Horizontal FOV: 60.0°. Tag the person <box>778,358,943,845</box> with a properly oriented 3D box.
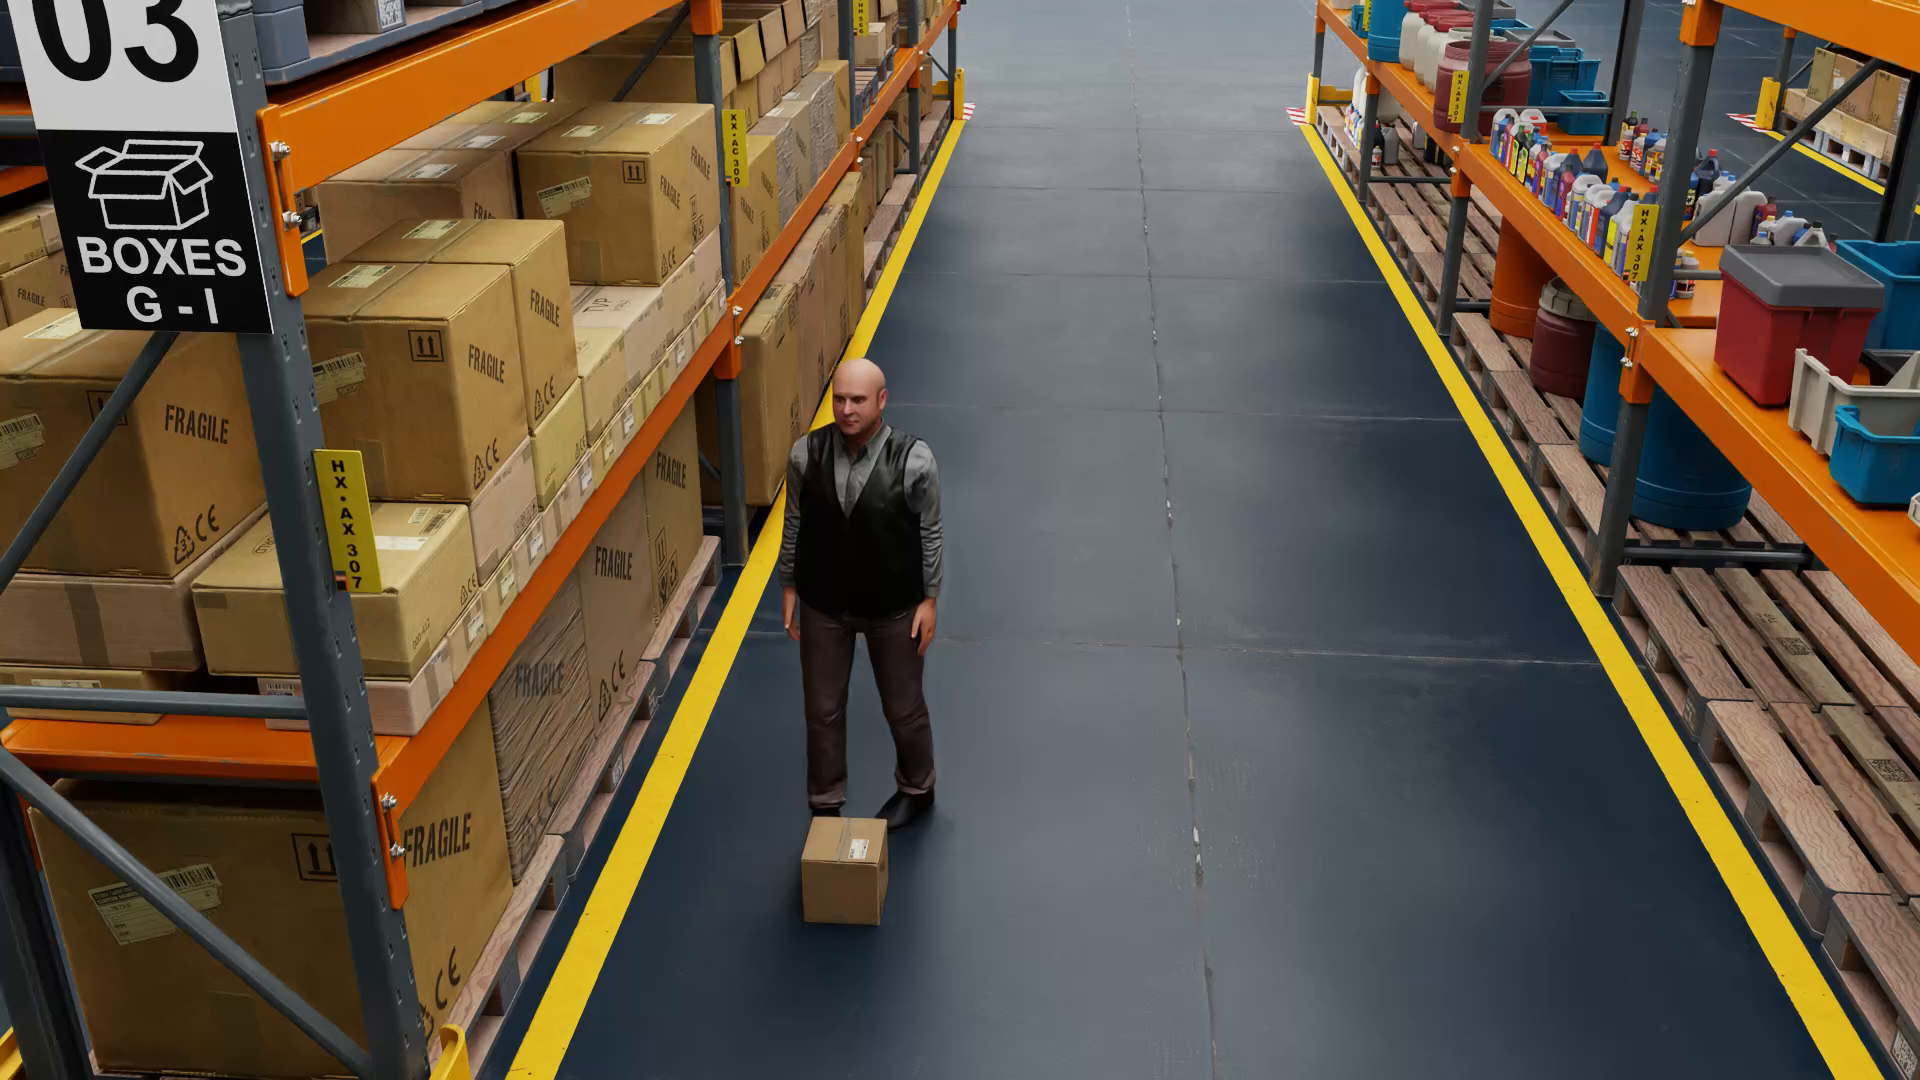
[{"bbox_3d":[-0.348,0.242,5.606,0.566,1.740,0.493,4,25,9],"label":"person"}]
